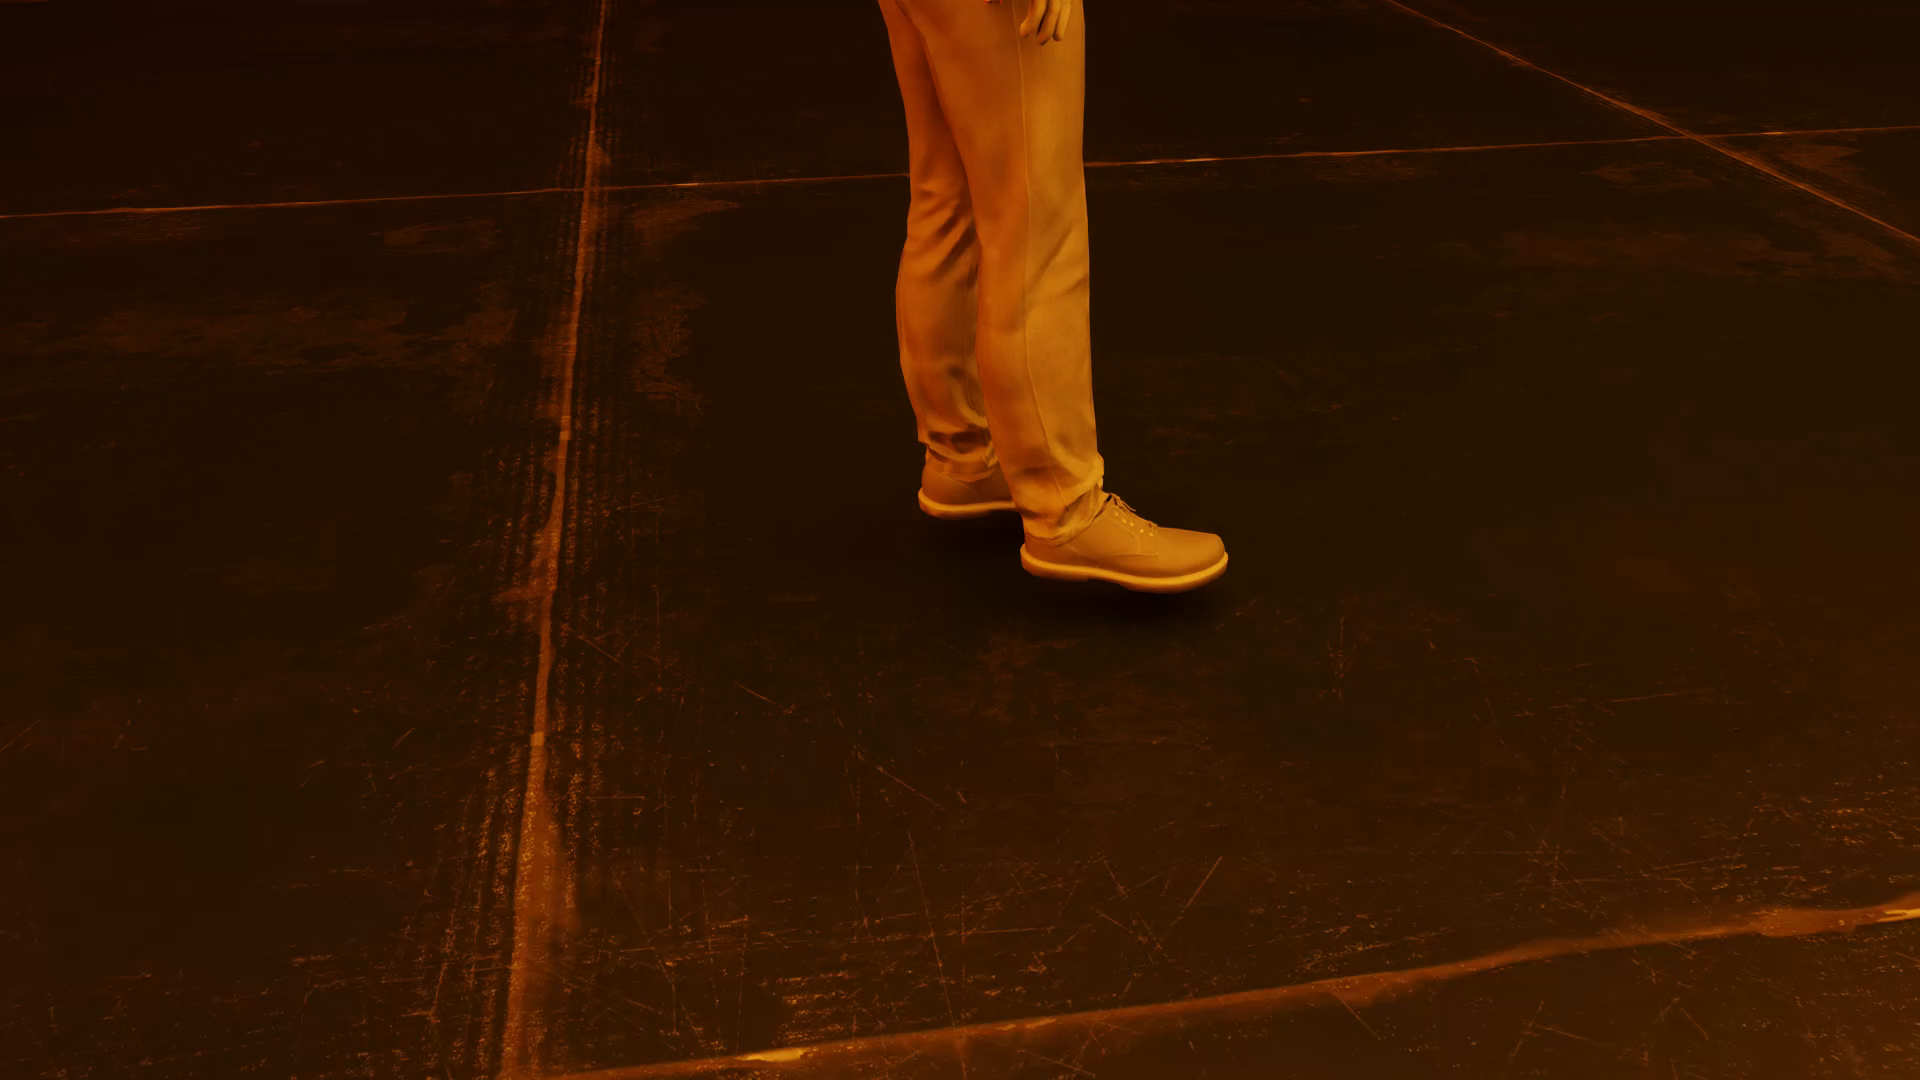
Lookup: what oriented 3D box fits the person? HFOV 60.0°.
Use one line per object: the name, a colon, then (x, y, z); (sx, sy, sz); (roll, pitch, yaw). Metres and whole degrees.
person: (0.068, -0.793, 2.086); (0.531, 1.695, 0.587); (-5, 28, -9)
